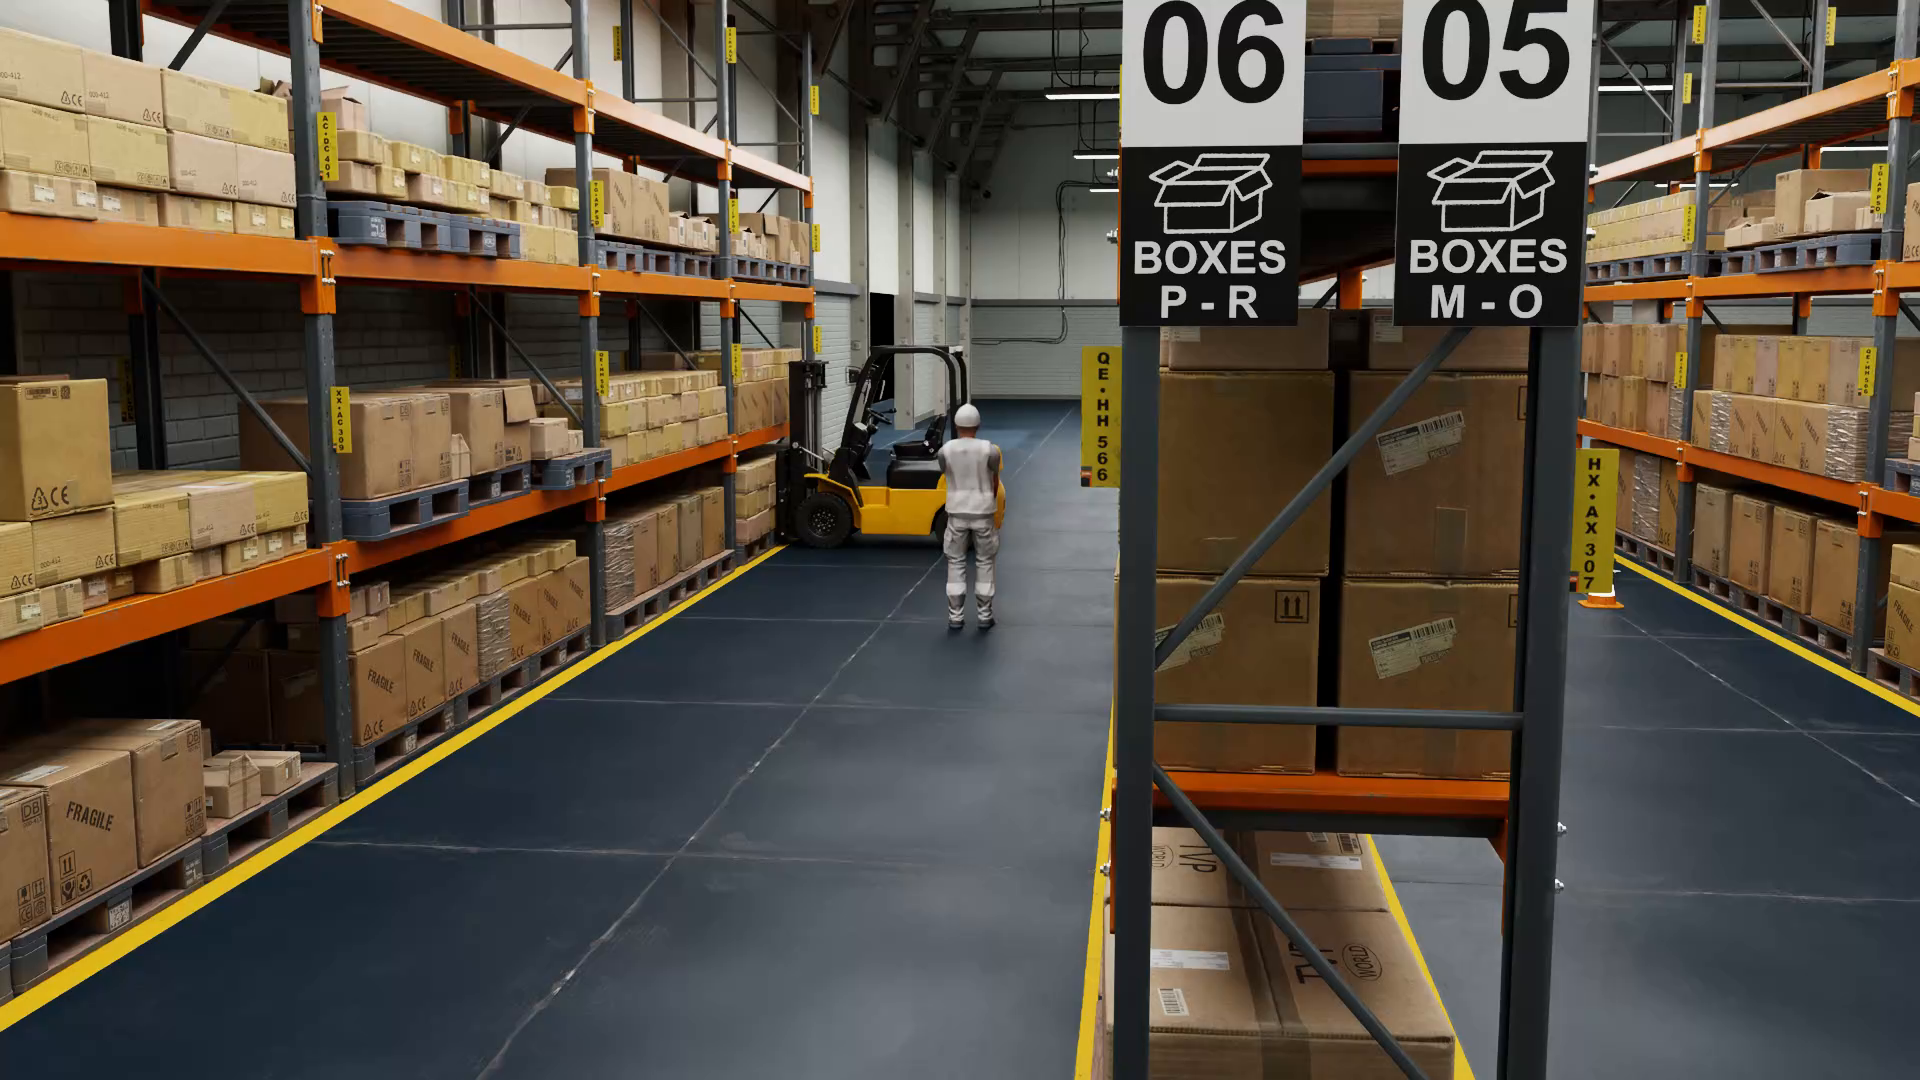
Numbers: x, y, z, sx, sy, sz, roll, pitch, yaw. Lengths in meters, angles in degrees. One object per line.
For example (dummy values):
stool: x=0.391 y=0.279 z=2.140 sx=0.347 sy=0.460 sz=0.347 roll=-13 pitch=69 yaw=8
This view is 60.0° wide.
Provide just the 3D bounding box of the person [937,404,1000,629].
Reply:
person: x=0.087 y=-0.200 z=13.244 sx=0.493 sy=1.782 sz=0.571 roll=1 pitch=8 yaw=7
